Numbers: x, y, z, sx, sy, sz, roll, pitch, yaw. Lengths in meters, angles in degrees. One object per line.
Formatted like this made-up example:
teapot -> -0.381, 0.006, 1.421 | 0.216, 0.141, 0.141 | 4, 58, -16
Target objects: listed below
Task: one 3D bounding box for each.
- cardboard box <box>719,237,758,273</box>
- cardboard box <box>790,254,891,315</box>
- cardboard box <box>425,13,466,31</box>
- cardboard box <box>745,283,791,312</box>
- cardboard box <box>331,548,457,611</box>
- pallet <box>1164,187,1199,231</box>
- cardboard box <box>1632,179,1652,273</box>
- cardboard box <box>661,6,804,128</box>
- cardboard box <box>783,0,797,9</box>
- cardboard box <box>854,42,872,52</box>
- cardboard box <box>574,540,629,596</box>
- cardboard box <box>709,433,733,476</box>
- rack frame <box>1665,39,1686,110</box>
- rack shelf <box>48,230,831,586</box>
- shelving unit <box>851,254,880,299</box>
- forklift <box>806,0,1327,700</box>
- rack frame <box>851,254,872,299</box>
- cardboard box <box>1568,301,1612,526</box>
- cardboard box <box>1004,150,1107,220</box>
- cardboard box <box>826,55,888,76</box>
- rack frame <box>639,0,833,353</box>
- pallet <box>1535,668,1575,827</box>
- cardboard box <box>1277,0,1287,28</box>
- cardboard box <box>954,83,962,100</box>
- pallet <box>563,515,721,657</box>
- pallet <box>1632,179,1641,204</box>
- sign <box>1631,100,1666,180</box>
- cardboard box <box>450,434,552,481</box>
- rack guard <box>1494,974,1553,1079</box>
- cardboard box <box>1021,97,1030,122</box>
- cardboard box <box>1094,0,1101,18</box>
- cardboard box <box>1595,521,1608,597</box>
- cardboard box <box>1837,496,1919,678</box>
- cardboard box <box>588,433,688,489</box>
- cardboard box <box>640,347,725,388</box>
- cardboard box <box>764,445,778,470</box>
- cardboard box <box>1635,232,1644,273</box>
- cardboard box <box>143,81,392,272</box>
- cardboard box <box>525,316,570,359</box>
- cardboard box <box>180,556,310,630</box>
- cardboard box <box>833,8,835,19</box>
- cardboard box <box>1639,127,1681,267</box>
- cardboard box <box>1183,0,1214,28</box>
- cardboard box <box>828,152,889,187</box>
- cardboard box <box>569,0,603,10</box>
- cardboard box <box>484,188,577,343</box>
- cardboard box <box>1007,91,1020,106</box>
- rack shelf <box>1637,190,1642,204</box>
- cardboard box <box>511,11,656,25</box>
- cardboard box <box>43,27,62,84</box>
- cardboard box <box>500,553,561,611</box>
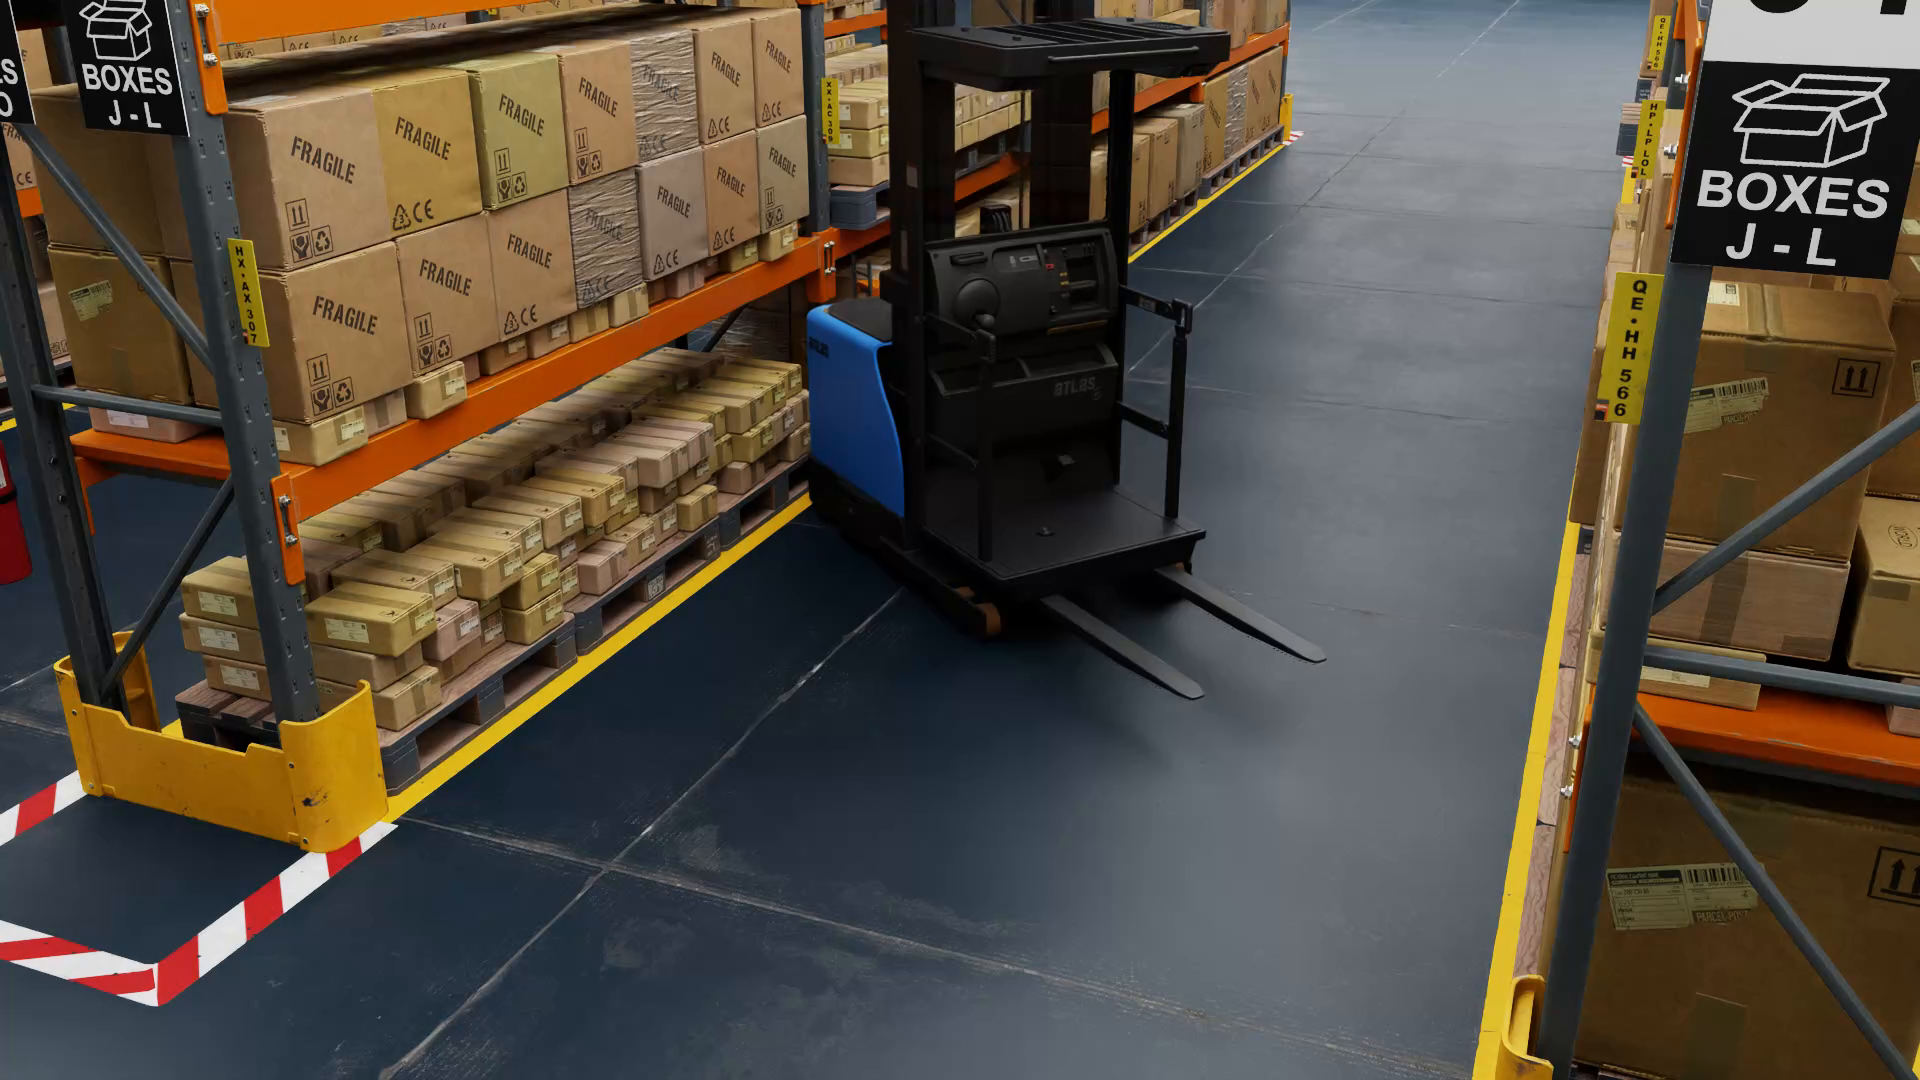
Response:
cardboard box -> -1.206, -1.407, 8.053 | 0.380, 0.149, 0.250 | 10, 25, 22
cardboard box -> -0.648, -1.467, 9.595 | 0.500, 0.250, 0.500 | 8, 24, 18
cardboard box -> -4.264, -4.243, 13.089 | 0.500, 0.500, 0.500 | 8, 24, 19
cardboard box -> -1.126, -1.543, 9.778 | 0.500, 0.250, 0.500 | 8, 24, 19
cardboard box -> -2.153, 0.170, 6.333 | 0.380, 0.149, 0.250 | 9, 24, 21
pallet -> 1.587, -3.143, 15.501 | 1.003, 0.211, 1.213 | 9, 24, 20
cardboard box -> 3.320, -1.360, 7.485 | 0.500, 0.500, 0.500 | 9, 24, 20
cardboard box -> -1.091, -2.292, 8.032 | 0.500, 0.500, 0.500 | 8, 24, 18
cardboard box -> -2.044, -6.051, 18.329 | 0.500, 0.500, 0.500 | 9, 24, 20
cardboard box -> -1.399, -5.768, 20.216 | 0.500, 0.500, 0.500 | 9, 24, 20
cardboard box -> -1.678, 0.105, 7.261 | 0.380, 0.149, 0.250 | 8, 24, 17
cardboard box -> -1.346, -0.438, 8.176 | 0.380, 0.149, 0.250 | 9, 24, 21
rack frame -> 3.400, -1.108, 7.010 | 1.000, 3.000, 0.127 | 9, 24, 20
rack shelf -> -1.910, -0.806, 7.222 | 1.077, 0.370, 4.000 | 9, 24, 20
shelving unit -> -0.277, -0.939, 8.922 | 0.503, 1.200, 0.258 | -10, 21, -23
forklift -> 0.399, -1.118, 7.124 | 1.130, 2.935, 3.031 | -13, 26, -28
rack frame -> -0.498, -0.899, 8.826 | 0.015, 1.200, 0.240 | -10, 21, -23
cardboard box -> 3.619, -0.553, 7.894 | 1.225, 0.875, 0.875 | 9, 24, 20
cardboard box -> 0.628, -2.646, 13.067 | 1.050, 0.750, 0.750 | 8, 24, 19
cardboard box -> -0.616, -2.941, 10.408 | 0.380, 0.149, 0.250 | 8, 24, 19
rack frame -> -1.168, -1.854, 8.797 | 1.000, 3.000, 0.127 | 9, 24, 20
pallet -> 2.593, 0.878, 5.874 | 1.003, 0.211, 1.213 | 9, 24, 20
cardboard box -> 3.194, -6.078, 18.715 | 0.875, 0.550, 0.550 | 9, 24, 20
cardboard box -> -0.209, -2.654, 9.721 | 0.380, 0.149, 0.250 | 9, 24, 20
pallet -> -1.836, 0.116, 7.698 | 1.003, 0.211, 1.213 | 9, 24, 20
pallet -> 7.040, -3.367, 16.037 | 1.003, 0.211, 1.213 | 9, 24, 20
sign -> 2.893, -1.680, 6.980 | 0.100, 0.325, 0.005 | 9, 24, 20
cardboard box -> -2.092, -0.357, 7.596 | 0.380, 0.149, 0.250 | 9, 24, 20
rack guard -> 1.905, 1.486, 4.044 | 1.175, 0.500, 0.348 | 9, 24, 20
cardboard box -> 0.277, -2.851, 10.966 | 0.380, 0.149, 0.250 | 8, 24, 19
cardboard box -> 0.681, -4.133, 12.826 | 0.700, 0.500, 0.500 | 8, 24, 19
cardboard box -> 1.930, 0.082, 4.488 | 0.380, 0.149, 0.250 | 9, 24, 20
cardboard box -> 2.343, 0.123, 3.873 | 0.500, 0.250, 0.500 | 8, 24, 19
cardboard box -> -1.474, -0.365, 7.614 | 0.380, 0.149, 0.250 | 8, 24, 18
cardboard box -> -1.488, -0.913, 8.926 | 0.380, 0.149, 0.250 | 10, 25, 22
cardboard box -> -1.171, -0.462, 8.618 | 0.380, 0.149, 0.250 | 9, 24, 22
cardboard box -> 2.982, -1.045, 6.669 | 0.500, 0.250, 0.500 | 8, 24, 19
cardboard box -> -2.240, -1.190, 5.394 | 0.500, 0.500, 0.500 | 9, 24, 20
cardboard box -> -1.813, -0.851, 6.722 | 0.380, 0.149, 0.250 | 8, 24, 19
cardboard box -> -2.692, 0.199, 6.264 | 0.380, 0.149, 0.250 | 9, 24, 21
cardboard box -> -1.683, -6.177, 19.472 | 0.380, 0.149, 0.250 | 9, 24, 21
cardboard box -> 2.795, -1.212, 6.095 | 0.500, 0.500, 0.500 | 9, 24, 20
cardboard box -> 1.930, -4.920, 15.942 | 0.875, 0.550, 0.550 | 9, 24, 20
cardboard box -> -0.594, -2.007, 8.944 | 0.380, 0.149, 0.250 | 8, 24, 18
cardboard box -> -3.555, -4.841, 14.888 | 0.500, 0.500, 0.500 | 9, 24, 21
cardboard box -> -1.861, -1.096, 6.466 | 0.500, 0.500, 0.500 | 9, 24, 21
cardboard box -> 0.177, -2.890, 10.672 | 0.380, 0.149, 0.250 | 9, 24, 20
rack shelf -> 4.143, -1.491, 8.862 | 1.077, 0.370, 4.000 | 9, 24, 20
cardboard box -> -1.740, -2.184, 7.775 | 0.500, 0.500, 0.500 | 8, 24, 18
cardboard box -> -5.371, -3.150, 10.473 | 0.500, 0.500, 0.500 | 9, 24, 21
cardboard box -> -1.862, 0.145, 6.780 | 0.380, 0.149, 0.250 | 10, 25, 22
